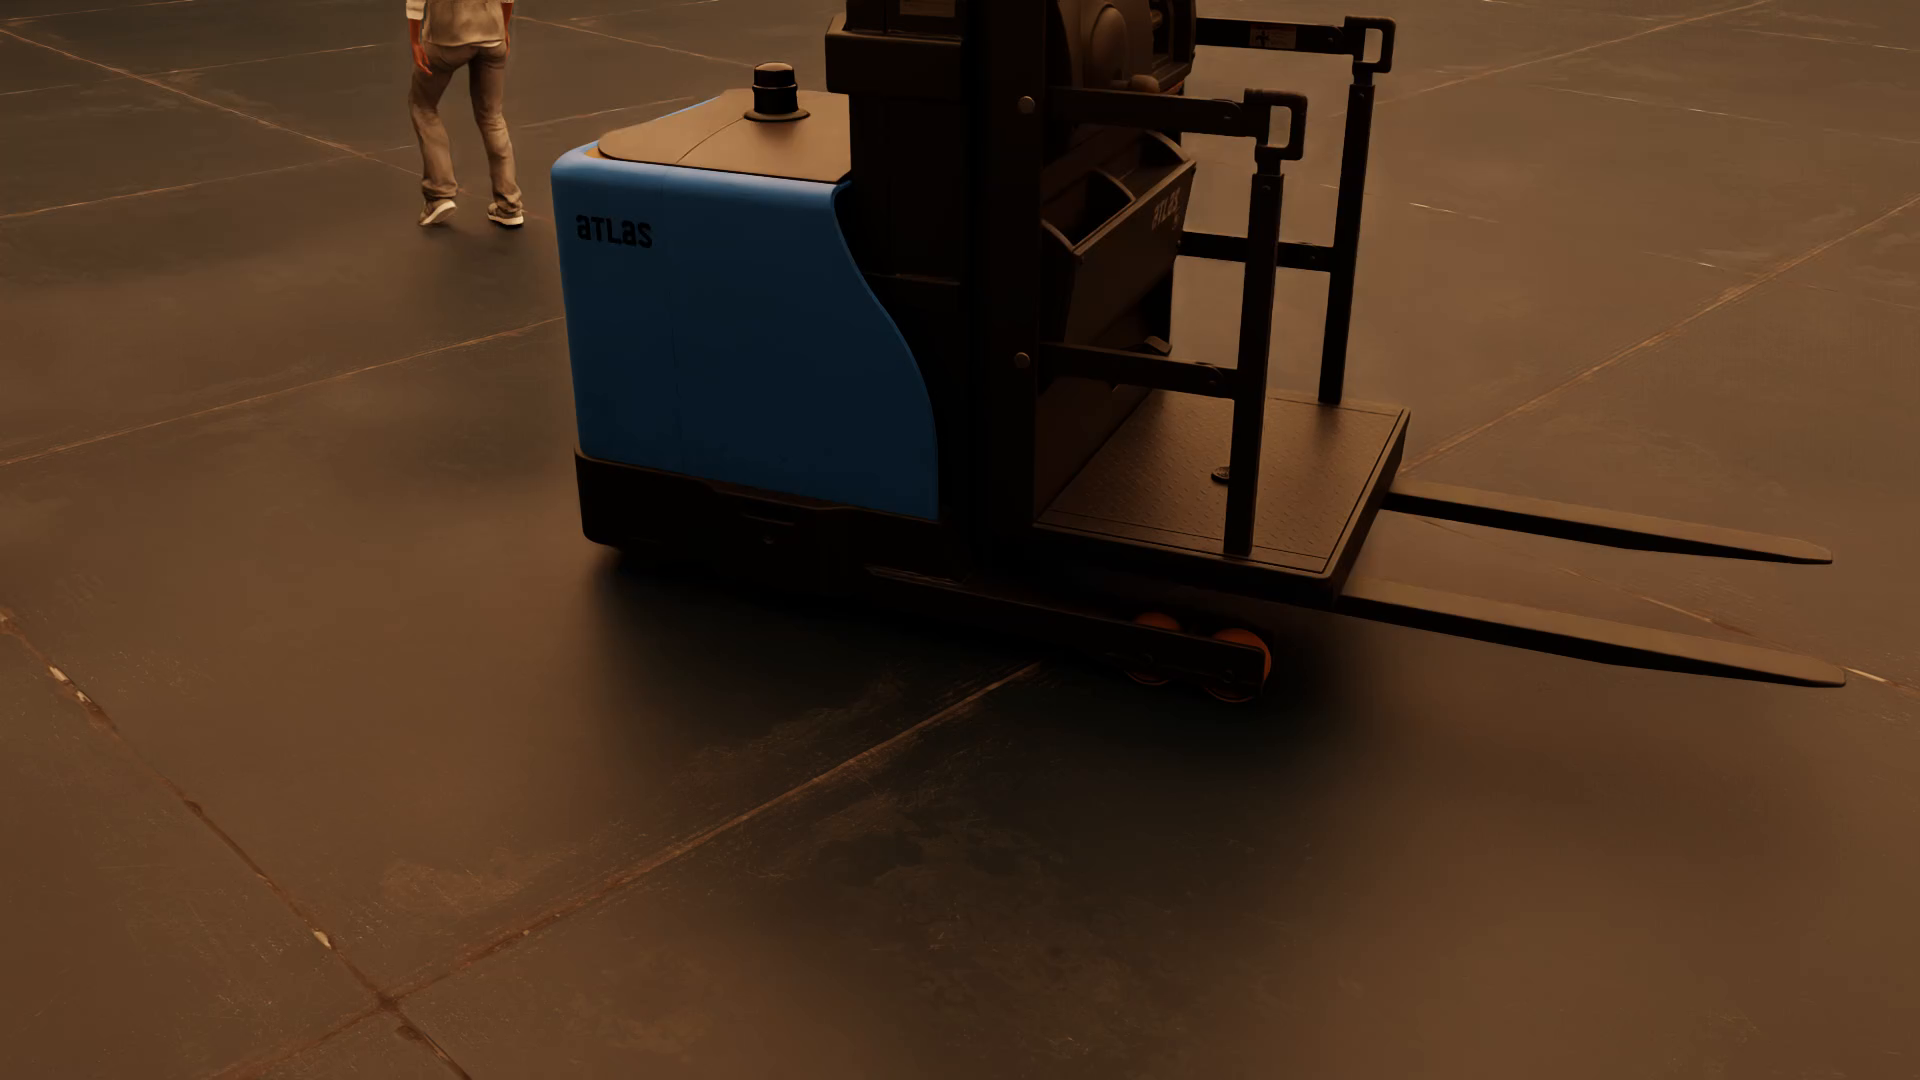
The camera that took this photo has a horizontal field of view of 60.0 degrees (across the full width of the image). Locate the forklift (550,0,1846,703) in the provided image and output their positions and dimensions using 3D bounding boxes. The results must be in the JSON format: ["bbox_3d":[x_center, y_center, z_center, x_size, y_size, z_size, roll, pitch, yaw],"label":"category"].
[{"bbox_3d":[0.560,-1.212,3.684,3.031,2.935,1.130,11,28,20],"label":"forklift"}]

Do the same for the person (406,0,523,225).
[{"bbox_3d":[-2.130,-2.118,7.132,0.510,1.628,0.459,-22,33,-37],"label":"person"}]
